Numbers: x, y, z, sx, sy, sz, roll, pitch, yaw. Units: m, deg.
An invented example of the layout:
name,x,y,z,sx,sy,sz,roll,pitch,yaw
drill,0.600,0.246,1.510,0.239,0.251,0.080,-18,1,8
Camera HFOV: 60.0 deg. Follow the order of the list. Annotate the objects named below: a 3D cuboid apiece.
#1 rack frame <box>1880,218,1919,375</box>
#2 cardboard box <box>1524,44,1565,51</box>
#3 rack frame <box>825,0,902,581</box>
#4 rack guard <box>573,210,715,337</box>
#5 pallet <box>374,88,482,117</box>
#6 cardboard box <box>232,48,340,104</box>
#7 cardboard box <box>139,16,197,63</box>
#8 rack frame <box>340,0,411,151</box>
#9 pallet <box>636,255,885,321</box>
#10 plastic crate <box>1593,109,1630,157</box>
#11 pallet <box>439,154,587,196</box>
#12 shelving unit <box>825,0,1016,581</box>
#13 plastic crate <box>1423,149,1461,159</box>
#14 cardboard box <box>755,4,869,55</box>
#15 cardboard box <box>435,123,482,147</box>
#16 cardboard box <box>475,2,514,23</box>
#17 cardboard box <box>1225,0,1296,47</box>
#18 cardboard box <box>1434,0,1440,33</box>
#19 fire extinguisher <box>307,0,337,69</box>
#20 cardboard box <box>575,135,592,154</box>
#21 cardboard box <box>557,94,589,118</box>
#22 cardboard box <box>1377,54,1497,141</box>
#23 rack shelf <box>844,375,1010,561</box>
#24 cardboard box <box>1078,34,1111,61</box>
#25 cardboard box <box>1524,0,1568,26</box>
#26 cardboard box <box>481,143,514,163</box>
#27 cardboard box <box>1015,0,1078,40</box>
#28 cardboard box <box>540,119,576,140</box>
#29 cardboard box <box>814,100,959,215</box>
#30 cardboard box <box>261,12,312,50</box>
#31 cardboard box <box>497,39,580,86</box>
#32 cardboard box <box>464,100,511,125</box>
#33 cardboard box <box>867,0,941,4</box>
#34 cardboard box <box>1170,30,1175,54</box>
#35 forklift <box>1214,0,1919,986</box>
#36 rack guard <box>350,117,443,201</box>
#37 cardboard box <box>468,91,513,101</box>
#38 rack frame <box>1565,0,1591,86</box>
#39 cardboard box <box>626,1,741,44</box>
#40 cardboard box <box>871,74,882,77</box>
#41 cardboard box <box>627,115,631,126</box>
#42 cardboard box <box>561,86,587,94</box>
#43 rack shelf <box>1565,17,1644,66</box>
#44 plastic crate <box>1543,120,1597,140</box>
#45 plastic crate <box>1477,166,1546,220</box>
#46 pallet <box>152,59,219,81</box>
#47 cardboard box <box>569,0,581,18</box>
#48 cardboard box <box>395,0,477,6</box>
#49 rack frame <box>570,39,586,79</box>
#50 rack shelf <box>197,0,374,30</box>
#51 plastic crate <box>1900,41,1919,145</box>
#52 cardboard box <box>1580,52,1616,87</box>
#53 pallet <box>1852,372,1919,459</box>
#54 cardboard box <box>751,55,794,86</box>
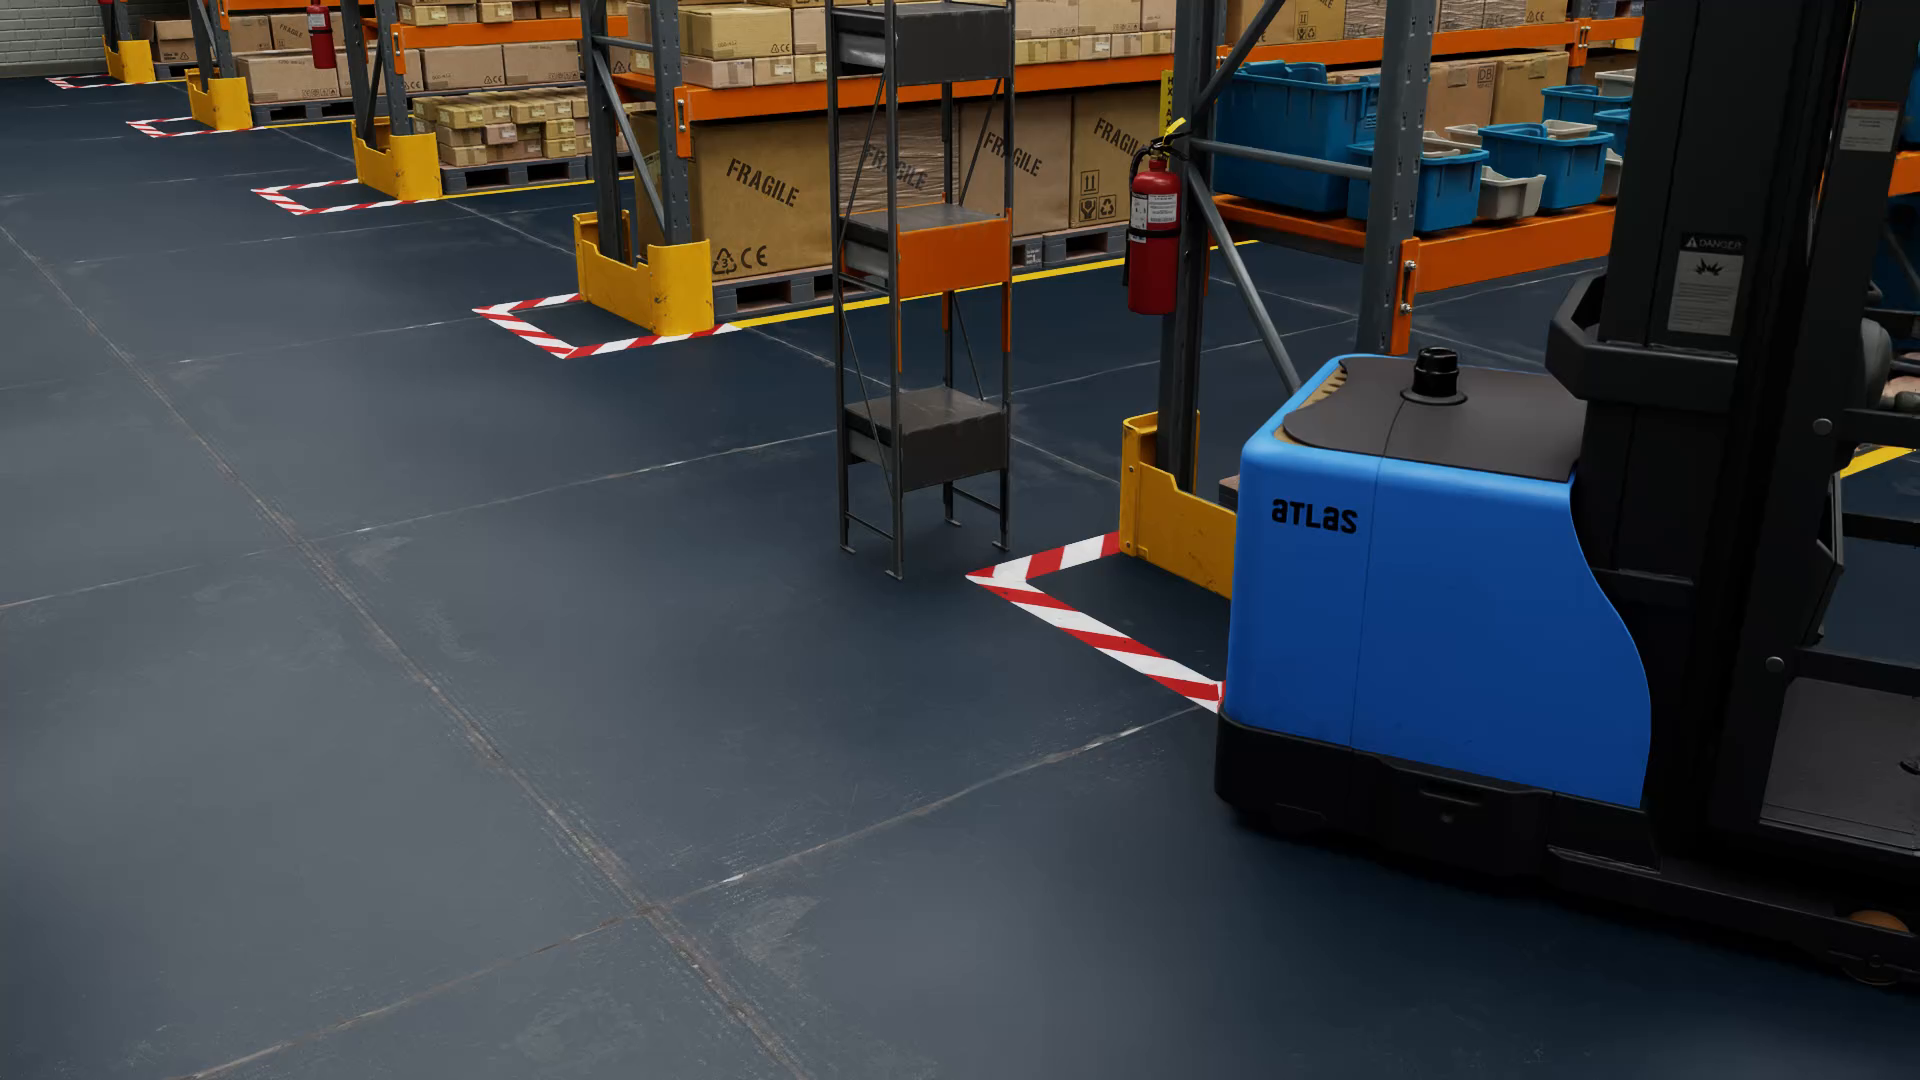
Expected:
name,x,y,z,sx,sy,sz,roll,pitch,yaw
rack frame,4.316,-2.104,7.621,0.127,3.000,1.000,-15,26,-33
cardboard box,7.125,-6.556,21.078,0.875,0.875,0.875,-15,26,-34
rack frame,-0.332,-0.887,5.785,0.015,2.100,0.400,-15,26,-33
rack guard,-1.843,-1.562,9.636,0.348,0.500,1.175,-15,26,-33
pallet,-6.018,-4.873,18.325,1.213,0.211,1.003,-15,26,-33
cardboard box,-7.133,-4.887,17.488,0.875,0.438,0.875,-16,27,-35
cardboard box,-9.961,-6.341,21.043,0.637,0.503,0.797,-16,27,-35
rack frame,-4.638,-4.242,12.980,0.127,3.000,1.000,-15,26,-33
pallet,-1.220,-1.629,10.195,1.213,0.211,1.003,-15,26,-33
plastic crate,2.531,-1.427,6.071,0.300,0.233,0.416,-15,26,-33
pallet,-3.896,-3.129,13.952,1.213,0.211,1.003,-15,26,-33
shelving unit,-0.134,-0.939,5.917,0.503,2.100,0.431,-15,26,-33
plastic crate,1.626,-1.374,6.068,0.243,0.136,0.396,-15,26,-33
cardboard box,-0.858,-2.934,9.502,0.500,0.250,0.500,-15,26,-33
cardboard box,-4.063,-3.287,13.466,0.250,0.149,0.380,-14,26,-31
cardboard box,-3.751,-4.207,13.230,0.250,0.149,0.380,-16,27,-34
cardboard box,1.943,-3.665,11.398,0.500,0.500,0.500,-15,26,-33
cardboard box,3.174,-3.995,12.227,0.500,0.500,0.500,-14,26,-32
fire extinguisher,-5.112,-4.117,13.275,0.183,0.674,0.296,-15,26,-33
cardboard box,-3.240,-3.373,14.083,0.250,0.149,0.380,-15,26,-33
cardboard box,-3.198,-3.648,13.969,0.250,0.149,0.380,-14,26,-31
cardboard box,3.370,-3.334,13.005,0.875,0.875,1.225,-15,26,-33
rack shelf,-0.134,-0.277,6.182,0.480,0.518,0.431,-15,26,-33
cardboard box,0.742,-3.146,10.571,0.250,0.149,0.380,-14,26,-32
cardboard box,4.415,-4.325,13.052,0.500,0.500,0.500,-14,26,-31
cardboard box,-3.861,-3.211,13.677,0.250,0.149,0.380,-15,26,-33
cardboard box,0.386,-3.265,10.331,0.500,0.250,0.500,-14,26,-32
cardboard box,-3.389,-3.432,13.829,0.250,0.149,0.380,-14,26,-31
cardboard box,-0.612,-2.296,10.403,0.875,0.875,0.875,-15,26,-33
cardboard box,-8.757,-6.598,21.689,0.500,0.500,0.500,-14,26,-32
cardboard box,-4.936,-5.477,18.964,0.875,0.438,0.875,-15,26,-34
cardboard box,-3.861,-3.496,13.589,0.250,0.149,0.380,-14,26,-32
cardboard box,-0.453,-3.390,9.633,0.500,0.500,0.500,-16,27,-34
cardboard box,1.368,-3.313,10.990,0.250,0.149,0.380,-15,26,-33
forklift,2.245,-0.530,3.770,3.031,2.935,1.130,10,24,24
rack guard,-4.576,-3.098,13.484,0.348,0.500,1.175,-15,26,-33
cardboard box,-3.983,-3.712,14.128,0.250,0.149,0.380,-16,27,-34
rack frame,4.671,-4.460,13.525,0.127,3.000,1.000,-15,26,-33
cardboard box,-1.585,-2.981,9.621,0.500,0.250,0.500,-15,26,-34
cardboard box,-0.509,-2.812,9.735,0.250,0.149,0.380,-16,27,-34
cardboard box,-2.808,-3.645,14.362,0.250,0.149,0.380,-14,25,-30
cardboard box,-3.271,-3.847,14.467,0.250,0.149,0.380,-16,27,-35
rack shelf,6.294,-4.558,14.743,4.000,0.370,1.077,-15,26,-33
plastic crate,2.311,-1.570,6.558,0.250,0.136,0.298,-15,26,-33
plastic crate,1.771,-1.142,5.487,0.298,0.136,0.250,-15,26,-33
pallet,-9.804,-6.096,21.389,1.213,0.211,1.003,-15,26,-33
cardboard box,-3.170,-4.400,13.715,0.250,0.149,0.380,-16,27,-34
cardboard box,-4.112,-4.441,12.942,0.500,0.500,0.500,-14,25,-30
rack frame,-4.364,-6.575,18.827,0.127,3.000,1.000,-15,26,-33
rack shelf,-5.987,-5.808,17.875,4.000,0.370,1.077,-15,26,-33
plastic crate,4.137,-1.921,7.103,0.575,0.384,0.392,-15,26,-33
cardboard box,5.197,-4.005,14.154,0.500,0.250,0.500,-14,26,-31
pallet,3.742,-0.638,7.710,1.213,0.211,1.003,-15,26,-33
cardboard box,-1.135,-2.645,9.316,0.250,0.149,0.380,-15,26,-34
